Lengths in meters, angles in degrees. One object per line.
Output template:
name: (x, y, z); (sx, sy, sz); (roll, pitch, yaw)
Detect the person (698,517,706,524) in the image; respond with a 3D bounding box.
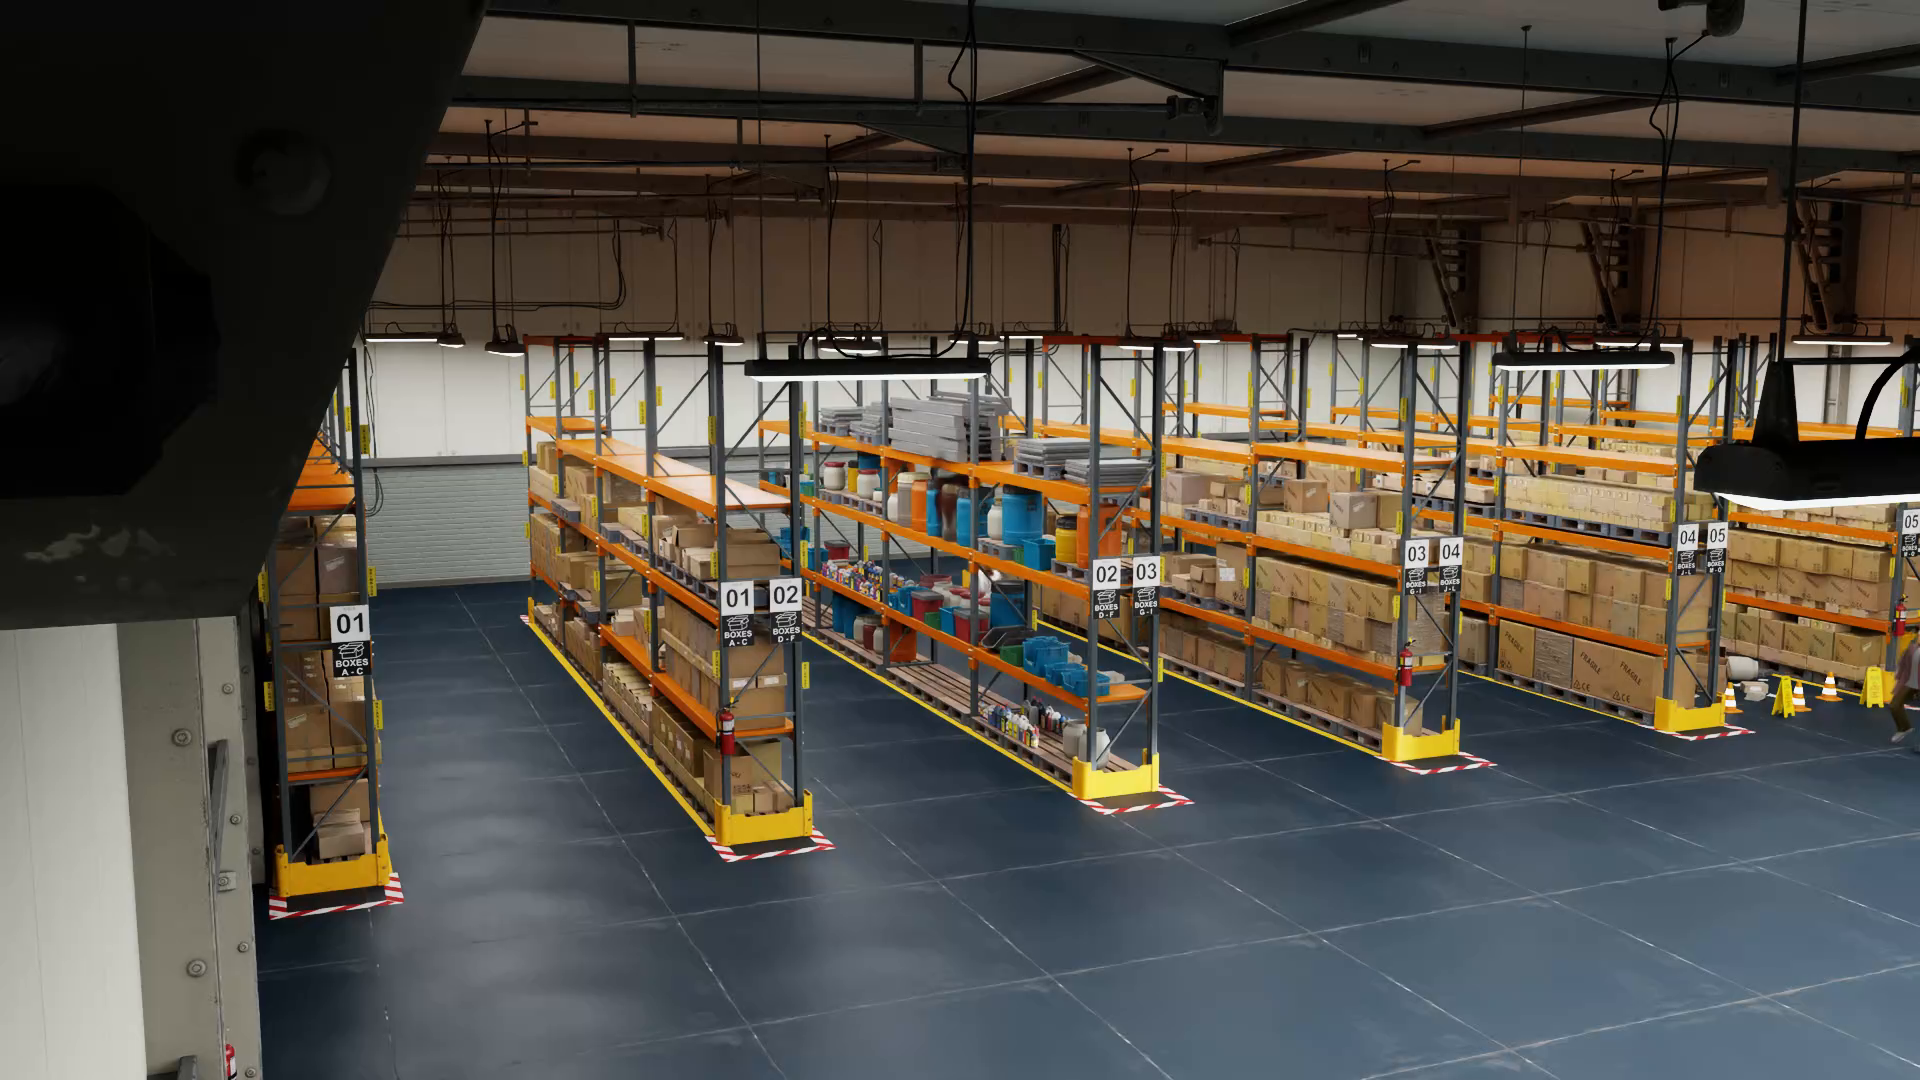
person: (-6.092, 0.291, 39.180); (0.978, 1.678, 0.622); (0, 8, -2)

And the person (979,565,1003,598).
person: (0.552, 1.227, 32.202); (0.611, 1.809, 0.878); (-3, 8, -24)

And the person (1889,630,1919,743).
person: (14.149, 2.176, 24.573); (0.687, 1.779, 0.472); (7, 10, 43)
